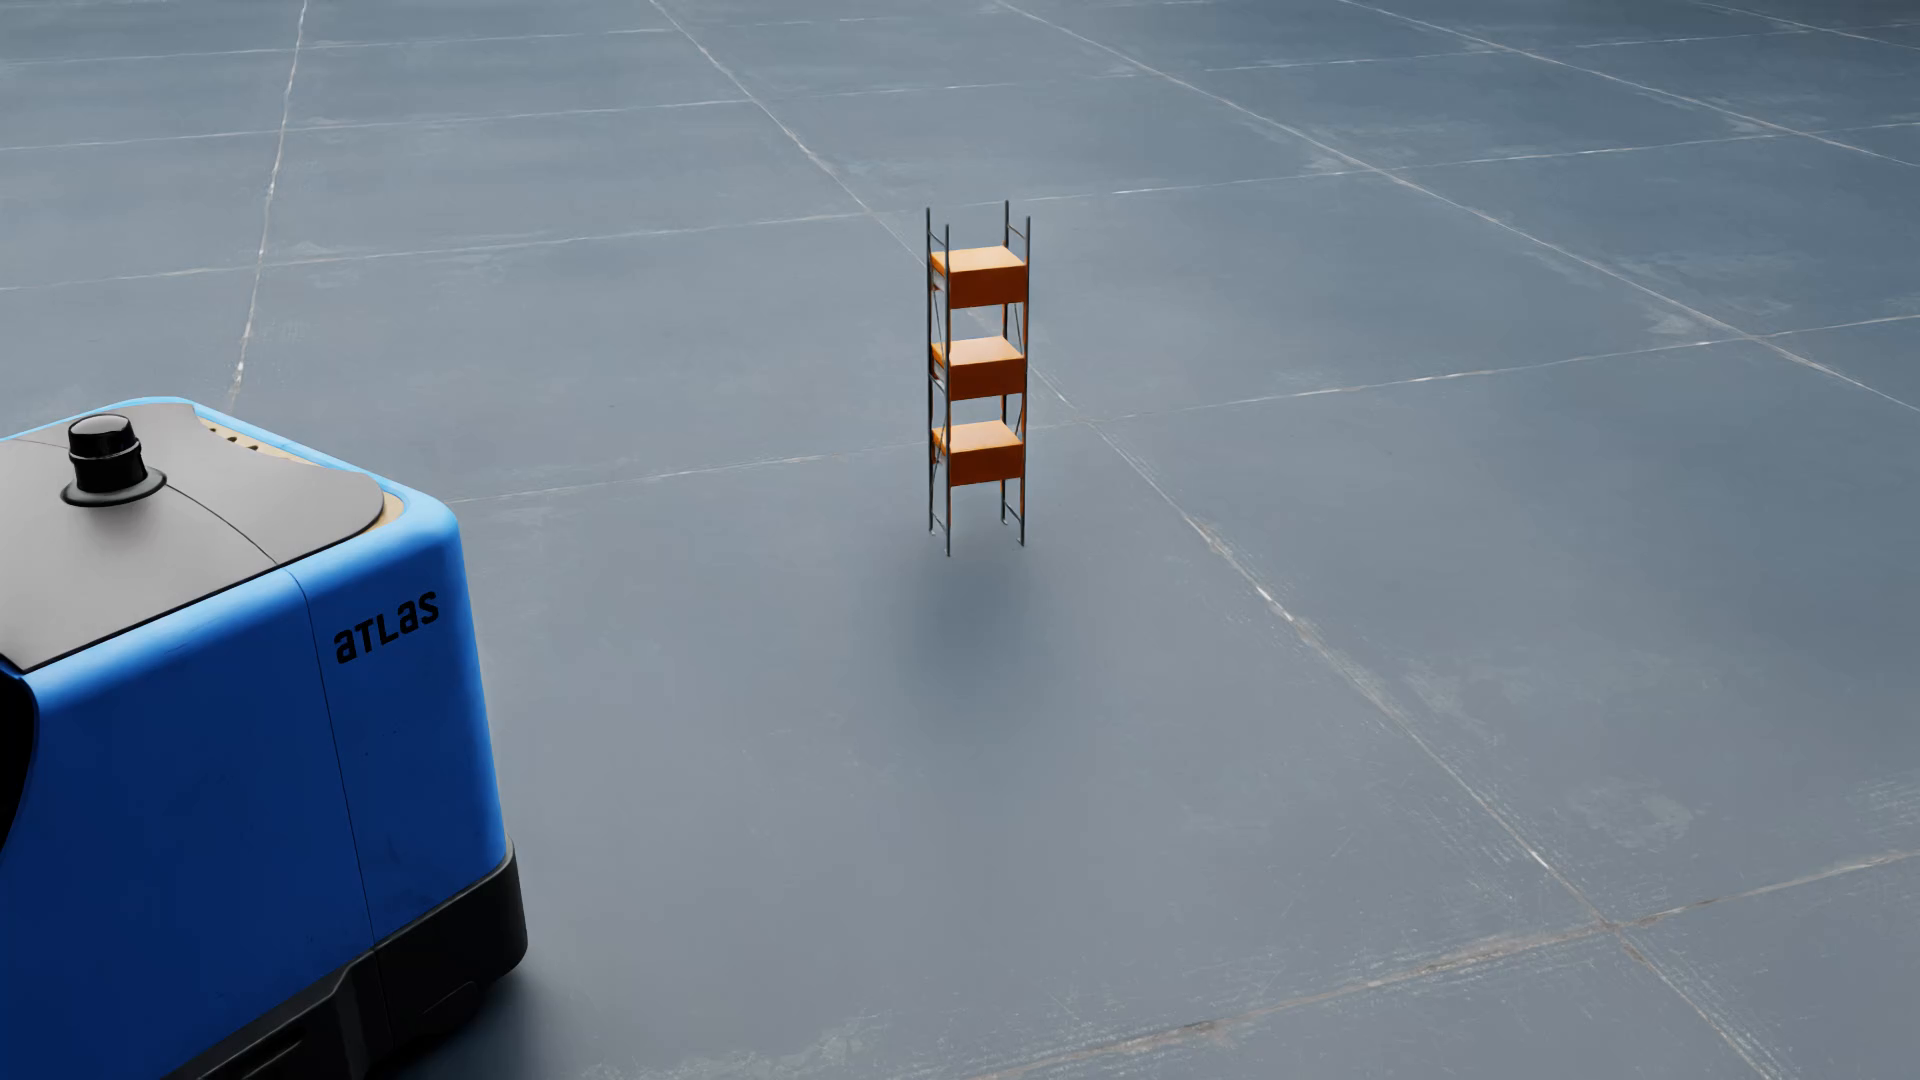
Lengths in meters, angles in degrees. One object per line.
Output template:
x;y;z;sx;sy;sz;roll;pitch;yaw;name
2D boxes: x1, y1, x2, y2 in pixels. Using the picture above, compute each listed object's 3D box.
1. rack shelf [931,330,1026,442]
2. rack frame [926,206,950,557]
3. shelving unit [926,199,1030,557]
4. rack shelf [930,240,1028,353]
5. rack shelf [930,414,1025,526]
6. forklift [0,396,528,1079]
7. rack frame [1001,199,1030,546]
0.051;-0.468;5.036;0.240;0.259;0.215;-8;28;-16;rack shelf
-0.065;-0.461;4.998;0.008;1.050;0.200;-8;28;-16;rack frame
0.051;-0.478;5.031;0.252;1.050;0.215;-8;28;-16;shelving unit
0.051;-0.722;4.910;0.240;0.259;0.215;-8;28;-16;rack shelf
0.051;-0.219;5.160;0.240;0.259;0.215;-8;28;-16;rack shelf
-2.168;-0.018;1.990;1.130;2.935;3.031;18;32;32;forklift
0.167;-0.494;5.065;0.008;1.050;0.200;-8;28;-16;rack frame
